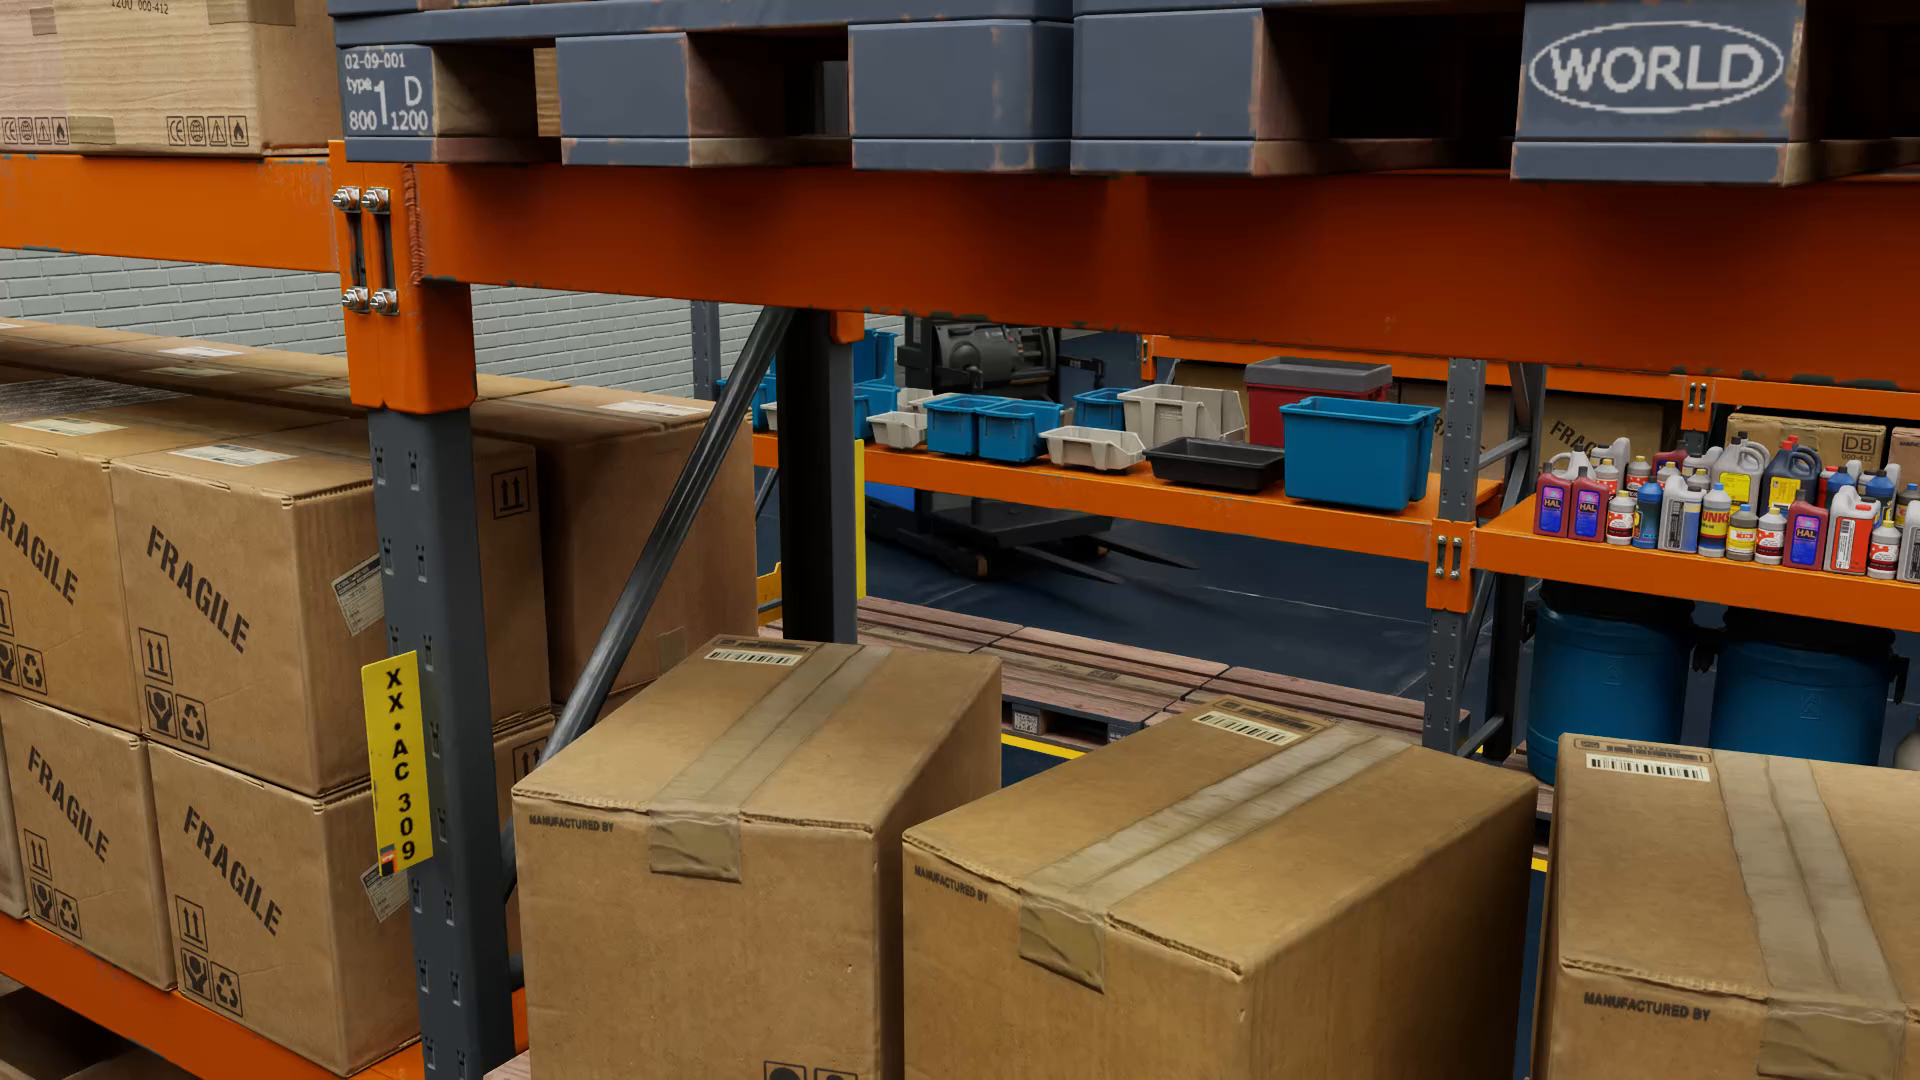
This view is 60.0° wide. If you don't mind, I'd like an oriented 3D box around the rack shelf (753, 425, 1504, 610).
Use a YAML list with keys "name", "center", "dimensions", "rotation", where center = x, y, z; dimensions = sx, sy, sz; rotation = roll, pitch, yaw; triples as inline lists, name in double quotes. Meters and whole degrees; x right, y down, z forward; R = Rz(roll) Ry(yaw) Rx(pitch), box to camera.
- name: "rack shelf"
  center: [0.580, -0.266, 8.151]
  dimensions: [4.000, 0.370, 1.077]
  rotation: [9, 17, 33]

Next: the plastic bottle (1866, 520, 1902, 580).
- name: "plastic bottle"
  center: [3.261, 0.033, 5.861]
  dimensions: [0.097, 0.201, 0.097]
  rotation: [0, 14, 0]

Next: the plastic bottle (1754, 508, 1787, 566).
- name: "plastic bottle"
  center: [2.957, -0.016, 6.059]
  dimensions: [0.097, 0.201, 0.097]
  rotation: [0, 14, 0]

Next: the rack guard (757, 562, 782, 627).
- name: "rack guard"
  center: [-1.106, 0.330, 9.451]
  dimensions: [0.348, 0.500, 1.175]
  rotation: [9, 17, 33]

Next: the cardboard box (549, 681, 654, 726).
- name: "cardboard box"
  center: [-0.799, 0.469, 3.477]
  dimensions: [0.500, 0.500, 0.500]
  rotation: [10, 17, 34]

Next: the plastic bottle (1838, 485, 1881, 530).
- name: "plastic bottle"
  center: [3.264, -0.055, 6.060]
  dimensions: [0.135, 0.276, 0.152]
  rotation: [9, 17, 33]

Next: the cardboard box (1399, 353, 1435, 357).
- name: "cardboard box"
  center: [3.291, -1.395, 11.737]
  dimensions: [0.250, 0.149, 0.380]
  rotation: [10, 17, 34]

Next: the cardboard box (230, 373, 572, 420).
- name: "cardboard box"
  center: [-1.190, -0.082, 3.623]
  dimensions: [0.500, 0.500, 0.500]
  rotation: [9, 16, 31]

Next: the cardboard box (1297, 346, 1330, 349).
- name: "cardboard box"
  center: [2.649, -1.498, 12.155]
  dimensions: [0.250, 0.149, 0.380]
  rotation: [9, 16, 32]

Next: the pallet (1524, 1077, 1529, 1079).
- name: "pallet"
  center: [1.175, 1.010, 1.900]
  dimensions: [1.213, 0.211, 1.003]
  rotation: [9, 17, 33]

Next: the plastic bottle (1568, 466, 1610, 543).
- name: "plastic bottle"
  center: [2.417, -0.138, 6.381]
  dimensions: [0.133, 0.283, 0.061]
  rotation: [9, 17, 33]

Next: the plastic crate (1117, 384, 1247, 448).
- name: "plastic crate"
  center: [1.076, -0.560, 7.964]
  dimensions: [0.530, 0.282, 0.437]
  rotation: [9, 17, 33]

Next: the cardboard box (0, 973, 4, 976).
- name: "cardboard box"
  center: [-2.972, 1.362, 5.060]
  dimensions: [0.250, 0.166, 0.380]
  rotation: [9, 17, 33]

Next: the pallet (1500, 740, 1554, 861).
- name: "pallet"
  center: [2.857, 1.119, 6.865]
  dimensions: [1.213, 0.211, 1.003]
  rotation: [9, 17, 33]

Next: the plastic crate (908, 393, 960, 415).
- name: "plastic crate"
  center: [-0.069, -0.669, 8.708]
  dimensions: [0.243, 0.136, 0.396]
  rotation: [9, 17, 33]

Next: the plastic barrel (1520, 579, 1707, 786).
- name: "plastic barrel"
  center: [2.682, 0.544, 6.875]
  dimensions: [0.708, 0.901, 0.600]
  rotation: [9, 17, 33]

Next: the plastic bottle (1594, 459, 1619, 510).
- name: "plastic bottle"
  center: [2.693, -0.235, 6.942]
  dimensions: [0.097, 0.201, 0.097]
  rotation: [0, 14, 0]

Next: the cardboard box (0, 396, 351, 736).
- name: "cardboard box"
  center: [-1.518, 0.022, 3.202]
  dimensions: [0.500, 0.500, 0.500]
  rotation: [9, 16, 32]

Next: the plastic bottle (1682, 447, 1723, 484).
- name: "plastic bottle"
  center: [3.050, -0.249, 6.845]
  dimensions: [0.135, 0.276, 0.152]
  rotation: [9, 17, 33]

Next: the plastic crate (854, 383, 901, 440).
- name: "plastic crate"
  center: [-0.512, -0.644, 8.406]
  dimensions: [0.300, 0.233, 0.416]
  rotation: [9, 17, 33]

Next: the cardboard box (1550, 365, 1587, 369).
- name: "cardboard box"
  center: [4.142, -1.257, 11.181]
  dimensions: [0.250, 0.149, 0.380]
  rotation: [9, 16, 32]

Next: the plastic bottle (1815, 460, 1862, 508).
- name: "plastic bottle"
  center: [3.469, -0.181, 6.572]
  dimensions: [0.135, 0.276, 0.152]
  rotation: [9, 17, 33]

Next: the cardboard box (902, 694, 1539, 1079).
- name: "cardboard box"
  center: [0.346, 0.576, 2.173]
  dimensions: [0.500, 0.500, 0.700]
  rotation: [13, 19, 42]

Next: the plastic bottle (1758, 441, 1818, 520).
- name: "plastic bottle"
  center: [3.258, -0.211, 6.537]
  dimensions: [0.185, 0.351, 0.144]
  rotation: [9, 17, 33]

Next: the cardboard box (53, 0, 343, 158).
- name: "cardboard box"
  center: [-1.080, -0.755, 2.700]
  dimensions: [0.500, 0.250, 0.500]
  rotation: [9, 17, 33]

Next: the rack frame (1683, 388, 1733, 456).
- name: "rack frame"
  center: [5.004, -1.334, 10.971]
  dimensions: [0.127, 3.000, 1.000]
  rotation: [9, 17, 33]

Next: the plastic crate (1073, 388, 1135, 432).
- name: "plastic crate"
  center: [0.768, -0.607, 8.255]
  dimensions: [0.300, 0.233, 0.416]
  rotation: [9, 17, 33]

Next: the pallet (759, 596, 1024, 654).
- name: "pallet"
  center: [-0.417, 0.589, 9.005]
  dimensions: [1.213, 0.211, 1.003]
  rotation: [9, 17, 33]

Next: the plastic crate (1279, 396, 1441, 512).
- name: "plastic crate"
  center: [1.662, -0.363, 6.954]
  dimensions: [0.575, 0.384, 0.392]
  rotation: [9, 17, 33]

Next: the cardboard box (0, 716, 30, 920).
- name: "cardboard box"
  center: [-1.942, 0.439, 3.600]
  dimensions: [0.500, 0.500, 0.500]
  rotation: [10, 17, 34]

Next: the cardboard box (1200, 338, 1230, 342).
- name: "cardboard box"
  center: [2.009, -1.601, 12.572]
  dimensions: [0.250, 0.149, 0.380]
  rotation: [9, 16, 32]

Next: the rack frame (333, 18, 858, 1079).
- name: "rack frame"
  center: [-0.528, 0.640, 2.994]
  dimensions: [0.127, 3.000, 1.000]
  rotation: [9, 17, 33]

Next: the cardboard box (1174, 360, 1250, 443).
- name: "cardboard box"
  center: [2.261, -0.973, 13.060]
  dimensions: [0.875, 0.875, 0.875]
  rotation: [9, 17, 33]

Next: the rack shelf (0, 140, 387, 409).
- name: "rack shelf"
  center: [-2.187, -0.735, 3.803]
  dimensions: [4.000, 0.370, 1.077]
  rotation: [9, 17, 33]

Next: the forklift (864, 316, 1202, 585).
- name: "forklift"
  center: [0.363, -1.294, 10.951]
  dimensions: [1.130, 2.935, 3.031]
  rotation: [-9, 17, -33]

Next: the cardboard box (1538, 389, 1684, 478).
- name: "cardboard box"
  center: [4.501, -0.611, 11.598]
  dimensions: [0.875, 0.875, 0.875]
  rotation: [9, 17, 33]

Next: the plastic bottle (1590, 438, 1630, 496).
- name: "plastic bottle"
  center: [2.747, -0.298, 7.043]
  dimensions: [0.135, 0.276, 0.152]
  rotation: [9, 17, 33]

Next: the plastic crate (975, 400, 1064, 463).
- name: "plastic crate"
  center: [0.283, -0.515, 7.887]
  dimensions: [0.300, 0.233, 0.416]
  rotation: [9, 17, 33]

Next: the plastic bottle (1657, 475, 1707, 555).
- name: "plastic bottle"
  center: [2.715, -0.099, 6.240]
  dimensions: [0.135, 0.276, 0.152]
  rotation: [9, 17, 33]

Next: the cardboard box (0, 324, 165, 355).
- name: "cardboard box"
  center: [-2.472, -0.289, 4.459]
  dimensions: [0.500, 0.500, 0.500]
  rotation: [10, 17, 34]
